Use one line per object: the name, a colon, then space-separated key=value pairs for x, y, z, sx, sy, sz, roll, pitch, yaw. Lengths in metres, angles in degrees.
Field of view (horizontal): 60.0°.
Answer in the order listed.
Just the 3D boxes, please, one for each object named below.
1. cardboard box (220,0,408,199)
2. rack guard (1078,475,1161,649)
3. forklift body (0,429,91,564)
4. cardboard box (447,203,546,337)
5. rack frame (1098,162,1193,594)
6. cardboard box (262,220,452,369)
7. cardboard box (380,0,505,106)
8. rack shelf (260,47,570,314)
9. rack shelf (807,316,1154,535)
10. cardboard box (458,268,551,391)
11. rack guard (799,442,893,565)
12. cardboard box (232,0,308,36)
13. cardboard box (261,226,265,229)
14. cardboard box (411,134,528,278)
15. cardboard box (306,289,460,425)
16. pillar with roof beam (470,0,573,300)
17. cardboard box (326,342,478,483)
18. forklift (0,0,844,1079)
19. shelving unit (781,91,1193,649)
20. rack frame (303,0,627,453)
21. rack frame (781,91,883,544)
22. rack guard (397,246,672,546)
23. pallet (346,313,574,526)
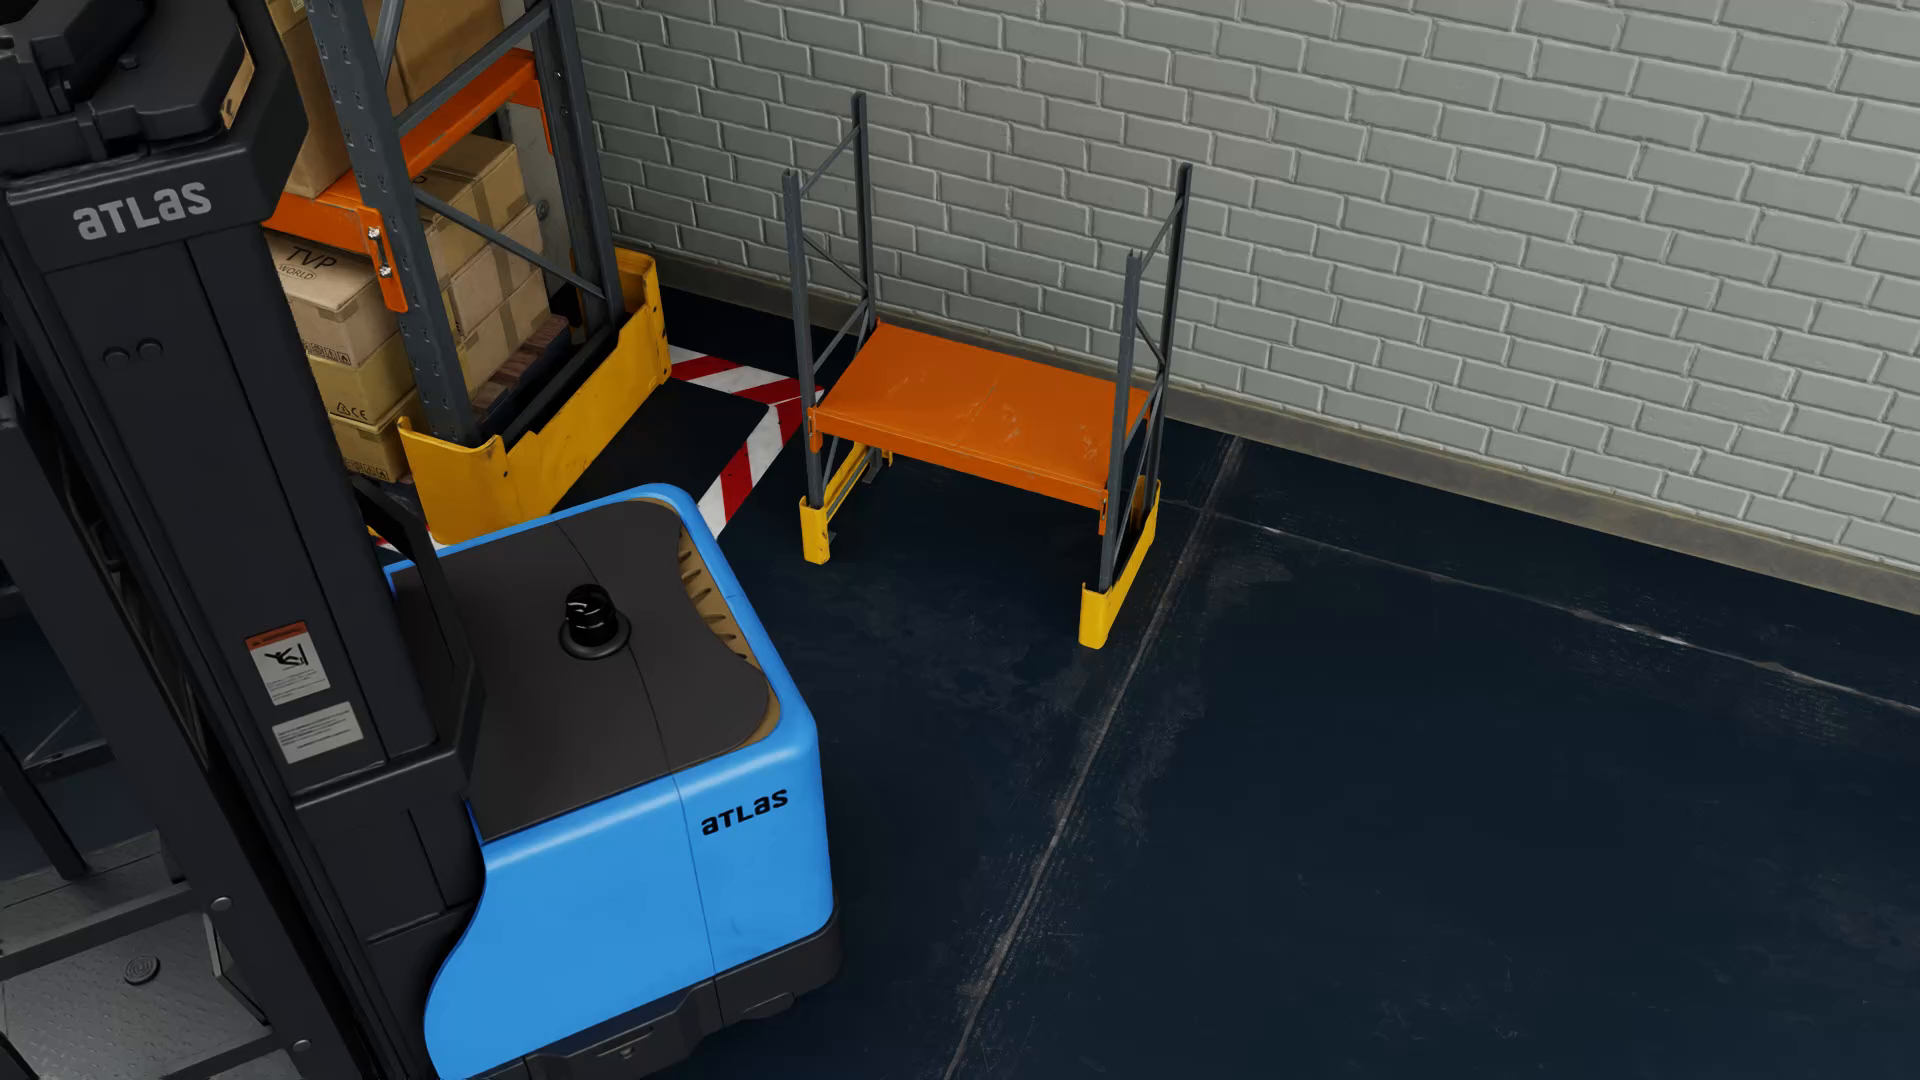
cardboard box: x=-2.050 y=-1.408 z=4.967 sx=0.500 sy=0.500 sz=0.500 roll=15 pitch=47 yaw=15
rack guard: x=0.530 y=0.067 z=5.505 sx=0.087 sy=0.250 sz=0.587 roll=16 pitch=47 yaw=16
forklift body: x=-3.947 y=-0.436 z=4.663 sx=1.214 sy=2.155 sz=2.313 roll=16 pitch=47 yaw=16
cardboard box: x=-1.849 y=-1.024 z=5.950 sx=0.500 sy=0.250 sz=0.500 roll=17 pitch=47 yaw=17
rack frame: x=0.548 y=-0.370 z=5.059 sx=0.032 sy=1.500 sz=0.500 roll=16 pitch=47 yaw=16
cardboard box: x=-2.040 y=-0.860 z=5.431 sx=0.500 sy=0.250 sz=0.500 roll=18 pitch=48 yaw=17
cardboard box: x=-1.845 y=-1.760 z=5.322 sx=0.500 sy=0.500 sz=0.500 roll=18 pitch=48 yaw=17
rack shelf: x=-3.340 y=-1.698 z=5.840 sx=4.000 sy=0.370 sz=1.077 roll=16 pitch=47 yaw=16
rack shelf: x=0.079 y=-0.381 z=5.325 sx=1.000 sy=0.185 sz=0.538 roll=16 pitch=47 yaw=16
cardboard box: x=-1.873 y=-0.844 z=6.124 sx=0.500 sy=0.250 sz=0.500 roll=17 pitch=47 yaw=16
rack guard: x=-0.389 y=-0.203 z=5.777 sx=0.087 sy=0.250 sz=0.587 roll=16 pitch=47 yaw=16
cardboard box: x=-1.922 y=-1.587 z=4.687 sx=0.250 sy=0.149 sz=0.380 roll=17 pitch=47 yaw=16
cardboard box: x=-2.513 y=-0.995 z=5.566 sx=0.500 sy=0.250 sz=0.500 roll=17 pitch=47 yaw=17
cardboard box: x=-1.865 y=-1.192 z=5.764 sx=0.500 sy=0.250 sz=0.500 roll=16 pitch=47 yaw=15
cardboard box: x=-2.064 y=-0.690 z=5.614 sx=0.500 sy=0.250 sz=0.500 roll=16 pitch=47 yaw=15
pillar with roof beam: x=-3.448 y=-1.510 z=0.887 sx=0.400 sy=9.000 sz=9.100 roll=16 pitch=47 yaw=16
cardboard box: x=-2.050 y=-0.506 z=5.783 sx=0.500 sy=0.250 sz=0.500 roll=17 pitch=47 yaw=16
forklift: x=-1.870 y=0.314 z=3.356 sx=3.031 sy=2.935 sz=1.130 roll=-19 pitch=48 yaw=-18
shelving unit: x=0.070 y=-0.511 z=5.200 sx=1.083 sy=1.500 sz=0.587 roll=16 pitch=47 yaw=16
rack frame: x=-1.495 y=-1.410 z=5.040 sx=0.127 sy=3.000 sz=1.000 roll=16 pitch=47 yaw=16
rack frame: x=-0.390 y=-0.647 z=5.336 sx=0.032 sy=1.500 sz=0.500 roll=16 pitch=47 yaw=16
rack guard: x=-1.472 y=-0.517 z=5.915 sx=0.348 sy=0.500 sz=1.175 roll=16 pitch=47 yaw=16
pallet: x=-2.217 y=-0.602 z=6.205 sx=1.213 sy=0.211 sz=1.003 roll=16 pitch=47 yaw=16
